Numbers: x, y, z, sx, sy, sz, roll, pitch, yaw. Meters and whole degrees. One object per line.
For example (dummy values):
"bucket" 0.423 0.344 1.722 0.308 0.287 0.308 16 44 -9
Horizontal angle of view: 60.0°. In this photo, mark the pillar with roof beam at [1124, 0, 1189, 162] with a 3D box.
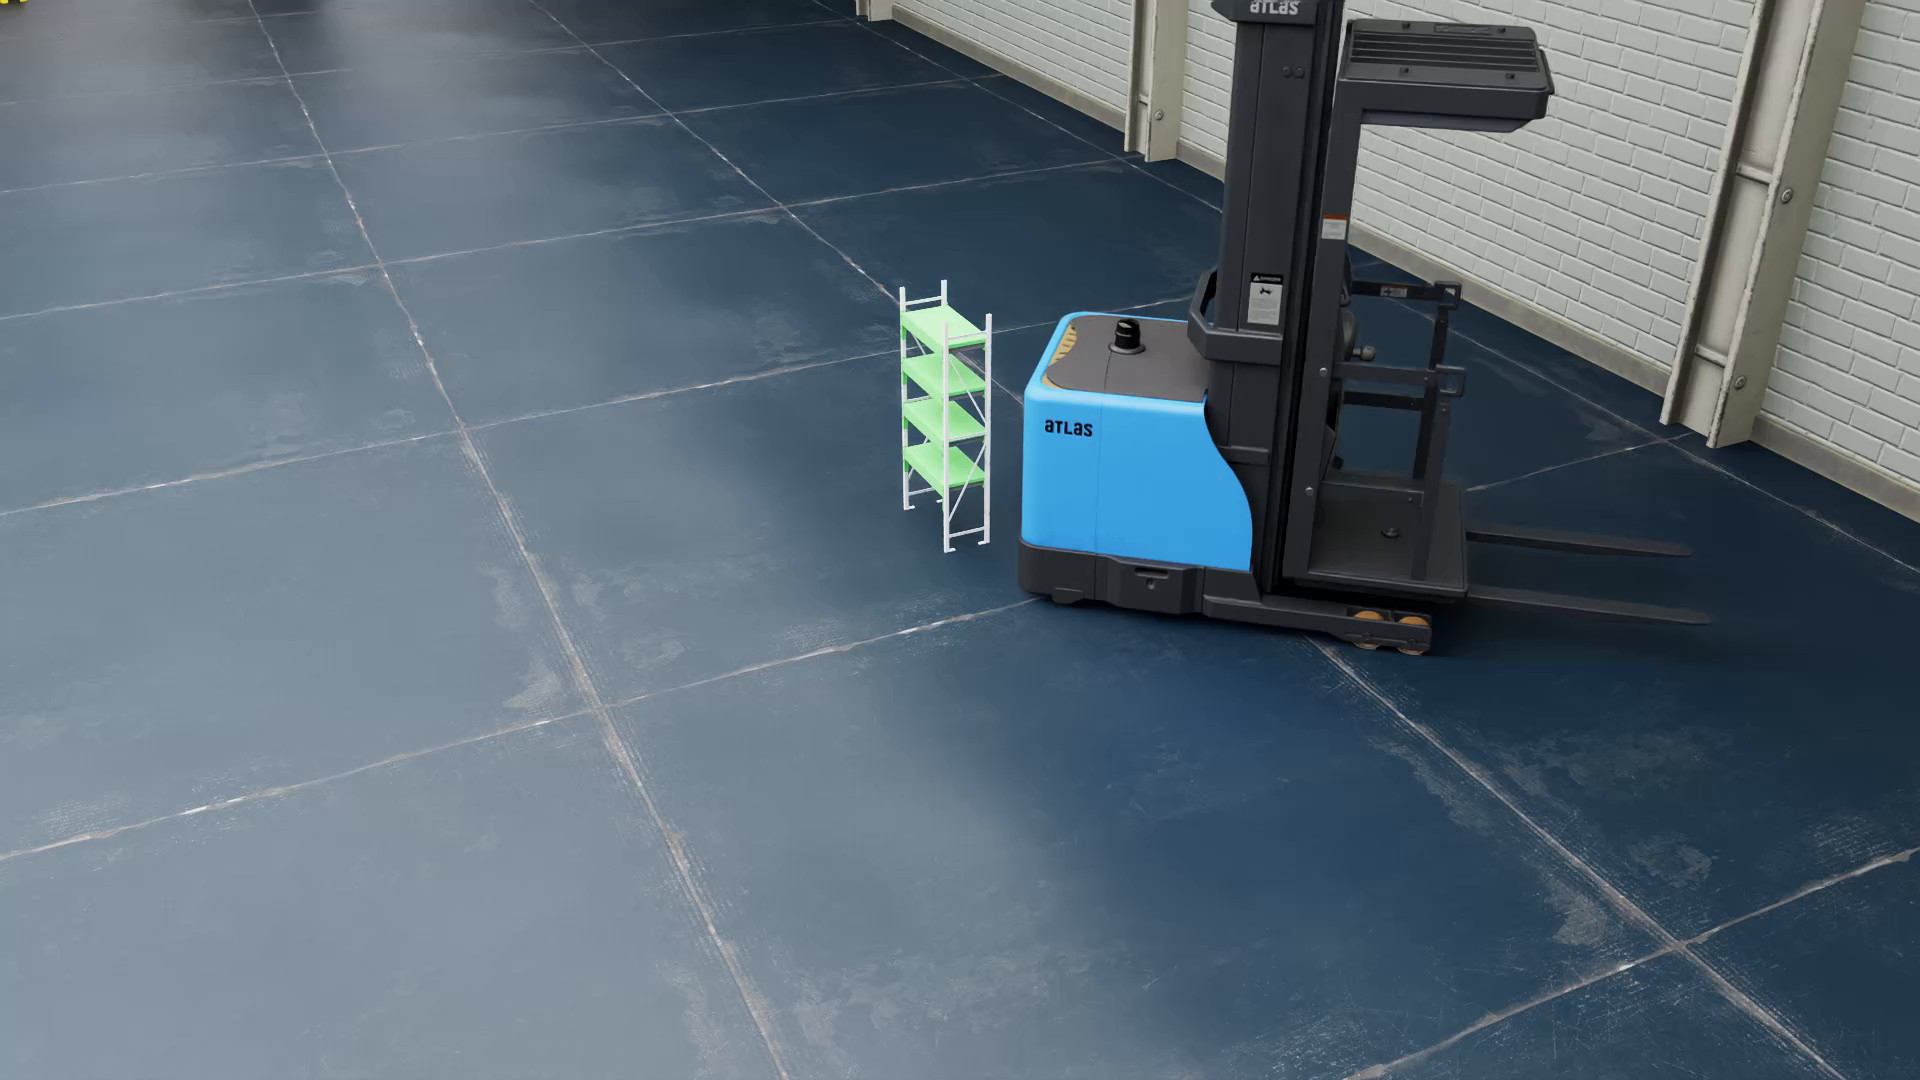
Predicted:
"pillar with roof beam" -2.267 -6.292 10.271 9.100 9.000 0.400 -13 32 -22

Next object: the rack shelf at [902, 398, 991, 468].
"rack shelf" -0.071 -0.541 8.118 0.258 0.148 0.480 -13 32 -22

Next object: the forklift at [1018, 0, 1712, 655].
"forklift" 1.843 -1.059 7.142 3.031 2.935 1.130 7 30 12

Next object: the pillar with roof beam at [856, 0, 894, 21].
"pillar with roof beam" -4.843 -8.943 14.997 9.100 9.000 0.400 -13 32 -22

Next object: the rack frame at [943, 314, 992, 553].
"rack frame" 0.034 -0.489 7.895 0.240 1.200 0.015 -13 32 -22

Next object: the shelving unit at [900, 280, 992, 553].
"shelving unit" -0.071 -0.596 8.087 0.258 1.200 0.503 -13 32 -22

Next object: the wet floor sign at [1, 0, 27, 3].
"wet floor sign" -11.154 -6.632 19.417 0.267 0.644 0.232 -19 35 -30

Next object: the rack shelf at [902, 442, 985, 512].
"rack shelf" -0.071 -0.331 8.236 0.258 0.148 0.480 -13 32 -22

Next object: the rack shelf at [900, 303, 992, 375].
"rack shelf" -0.071 -0.959 7.883 0.258 0.148 0.480 -13 32 -22

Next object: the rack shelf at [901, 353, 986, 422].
"rack shelf" -0.071 -0.750 8.001 0.258 0.148 0.480 -13 32 -22

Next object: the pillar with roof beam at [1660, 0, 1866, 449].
"pillar with roof beam" 0.309 -3.642 5.544 9.100 9.000 0.400 -13 32 -22

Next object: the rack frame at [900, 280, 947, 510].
"rack frame" -0.176 -0.704 8.279 0.240 1.200 0.015 -13 32 -22
